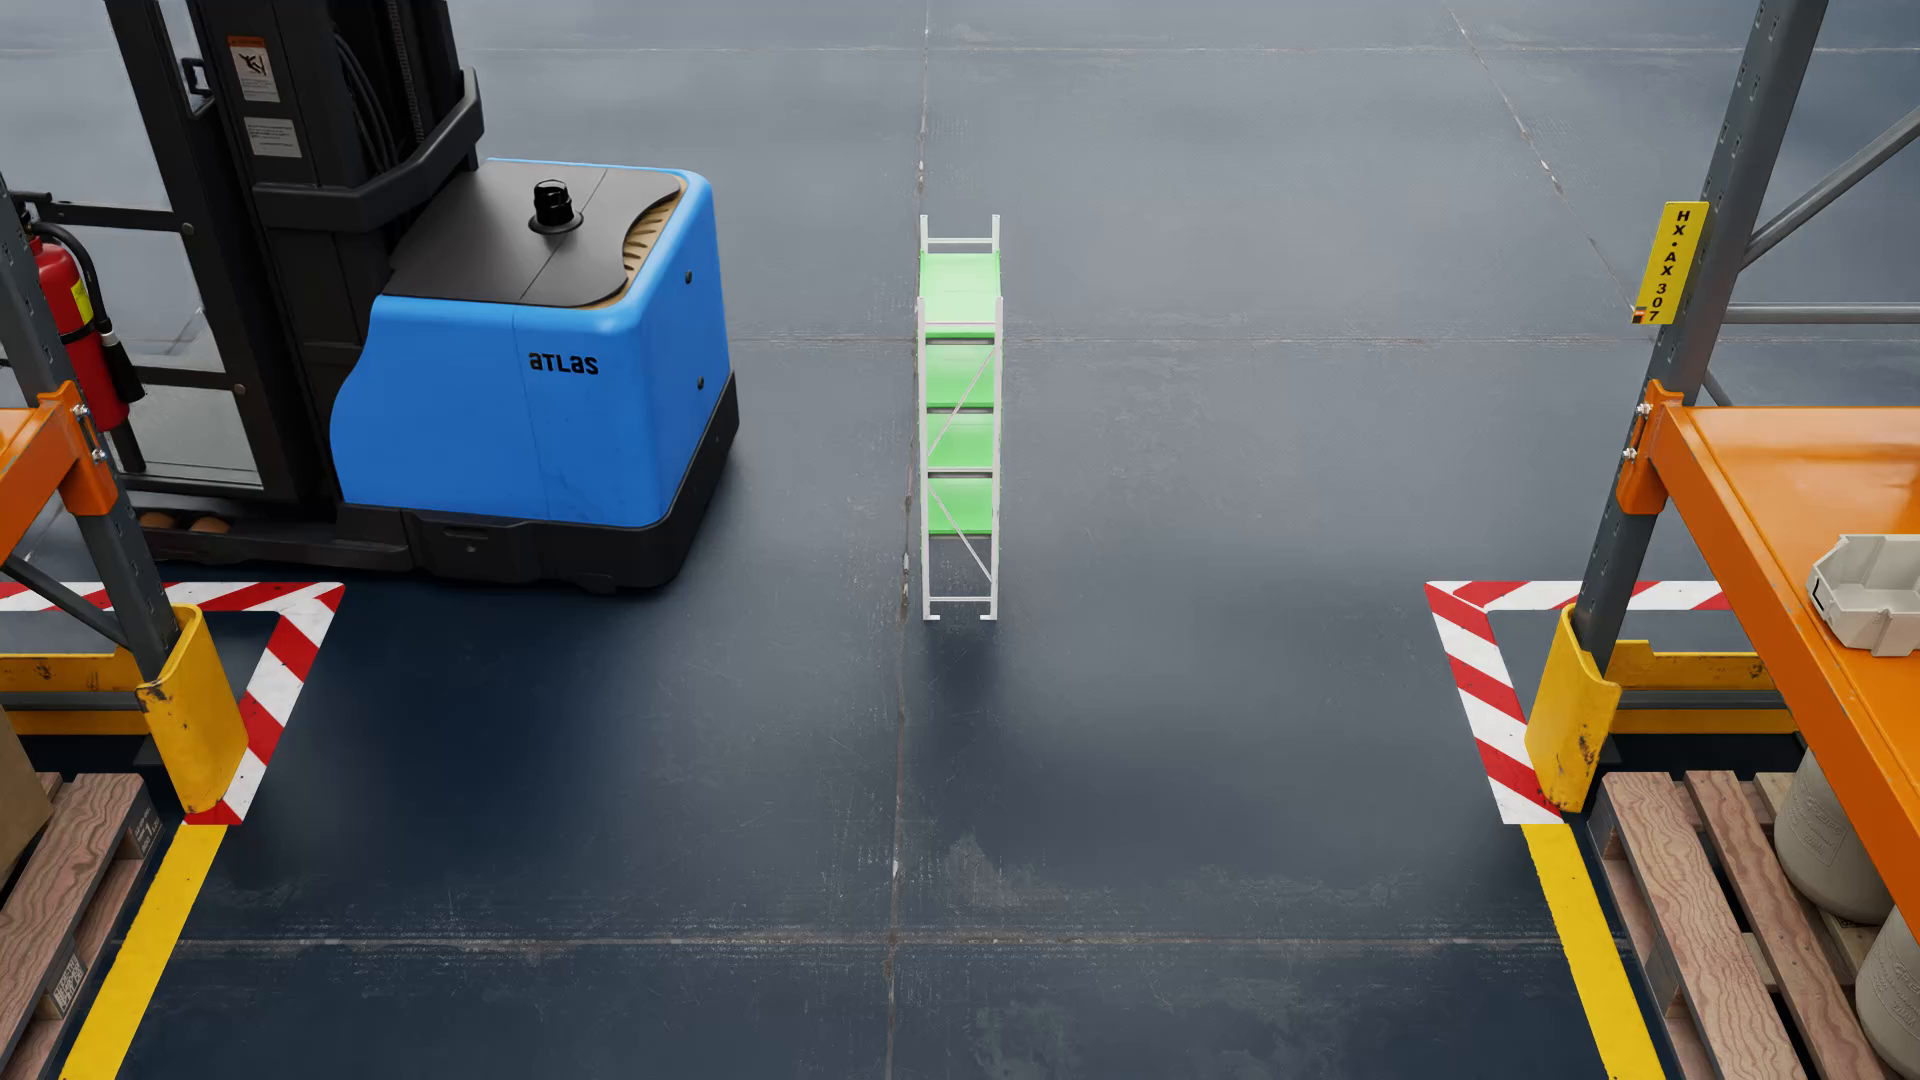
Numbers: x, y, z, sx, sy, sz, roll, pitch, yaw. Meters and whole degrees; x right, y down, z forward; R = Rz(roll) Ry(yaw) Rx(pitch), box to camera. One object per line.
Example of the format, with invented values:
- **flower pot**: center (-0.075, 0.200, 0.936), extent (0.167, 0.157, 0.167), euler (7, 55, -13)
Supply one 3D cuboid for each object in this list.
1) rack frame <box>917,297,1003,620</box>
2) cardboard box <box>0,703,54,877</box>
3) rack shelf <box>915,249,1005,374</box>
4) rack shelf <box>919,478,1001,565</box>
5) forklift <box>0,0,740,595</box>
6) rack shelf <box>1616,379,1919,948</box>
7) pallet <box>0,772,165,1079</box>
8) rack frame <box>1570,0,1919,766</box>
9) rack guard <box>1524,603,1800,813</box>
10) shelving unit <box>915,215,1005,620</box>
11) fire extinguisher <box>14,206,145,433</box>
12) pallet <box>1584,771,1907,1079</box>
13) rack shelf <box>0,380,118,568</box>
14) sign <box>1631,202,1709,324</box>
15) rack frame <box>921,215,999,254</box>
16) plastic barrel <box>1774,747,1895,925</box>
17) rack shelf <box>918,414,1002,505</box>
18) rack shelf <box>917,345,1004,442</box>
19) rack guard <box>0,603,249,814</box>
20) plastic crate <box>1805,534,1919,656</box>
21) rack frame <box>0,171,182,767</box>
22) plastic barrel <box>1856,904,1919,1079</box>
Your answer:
- **rack frame**: center (0.000, -0.212, 5.055), extent (0.240, 1.200, 0.015), euler (0, 39, 0)
- **cardboard box**: center (-2.736, 0.662, 4.188), extent (0.500, 0.500, 0.500), euler (7, 39, 8)
- **rack shelf**: center (0.000, -0.689, 4.985), extent (0.258, 0.148, 0.480), euler (0, 39, 0)
- **rack shelf**: center (0.000, -0.128, 5.436), extent (0.258, 0.148, 0.480), euler (0, 39, 0)
- **forklift**: center (-2.376, -1.377, 5.125), extent (3.031, 2.935, 1.130), euler (5, 39, 6)
- **rack shelf**: center (2.235, 0.988, 2.694), extent (1.077, 0.370, 4.000), euler (0, 39, 0)
- **pallet**: center (-2.754, 1.104, 4.204), extent (1.003, 0.211, 1.213), euler (0, 39, 0)
- **rack frame**: center (2.233, -0.543, 4.029), extent (1.000, 3.000, 0.127), euler (0, 39, 0)
- **rack guard**: center (2.280, 0.480, 4.752), extent (1.175, 0.500, 0.348), euler (0, 39, 0)
- **shelving unit**: center (0.000, -0.365, 5.246), extent (0.258, 1.200, 0.503), euler (0, 39, 0)
- **fire extinguisher**: center (-2.259, -0.581, 4.139), extent (0.296, 0.674, 0.183), euler (0, 39, 0)
- **pallet**: center (2.276, 1.100, 4.208), extent (1.003, 0.211, 1.213), euler (0, 39, 0)
- **rack shelf**: center (-2.717, 0.992, 2.689), extent (1.077, 0.370, 4.000), euler (0, 39, 0)
- **sign**: center (1.683, -0.654, 3.946), extent (0.100, 0.325, 0.005), euler (0, 39, 0)
- **rack frame**: center (0.000, -0.517, 5.436), extent (0.240, 1.200, 0.015), euler (0, 39, 0)
- **plastic barrel**: center (2.310, 0.675, 4.162), extent (0.421, 0.512, 0.421), euler (0, 39, 0)
- **rack shelf**: center (0.000, -0.315, 5.286), extent (0.258, 0.148, 0.480), euler (0, 39, 0)
- **rack shelf**: center (0.000, -0.502, 5.135), extent (0.258, 0.148, 0.480), euler (0, 39, 0)
- **rack guard**: center (-2.720, 0.483, 4.747), extent (1.175, 0.500, 0.348), euler (0, 39, 0)
- **plastic crate**: center (1.912, 0.119, 3.413), extent (0.298, 0.136, 0.250), euler (0, 39, 0)
- **rack frame**: center (-2.720, -0.540, 4.025), extent (1.000, 3.000, 0.127), euler (0, 39, 0)
- **plastic barrel**: center (2.311, 0.989, 3.771), extent (0.421, 0.512, 0.421), euler (0, 39, 0)
